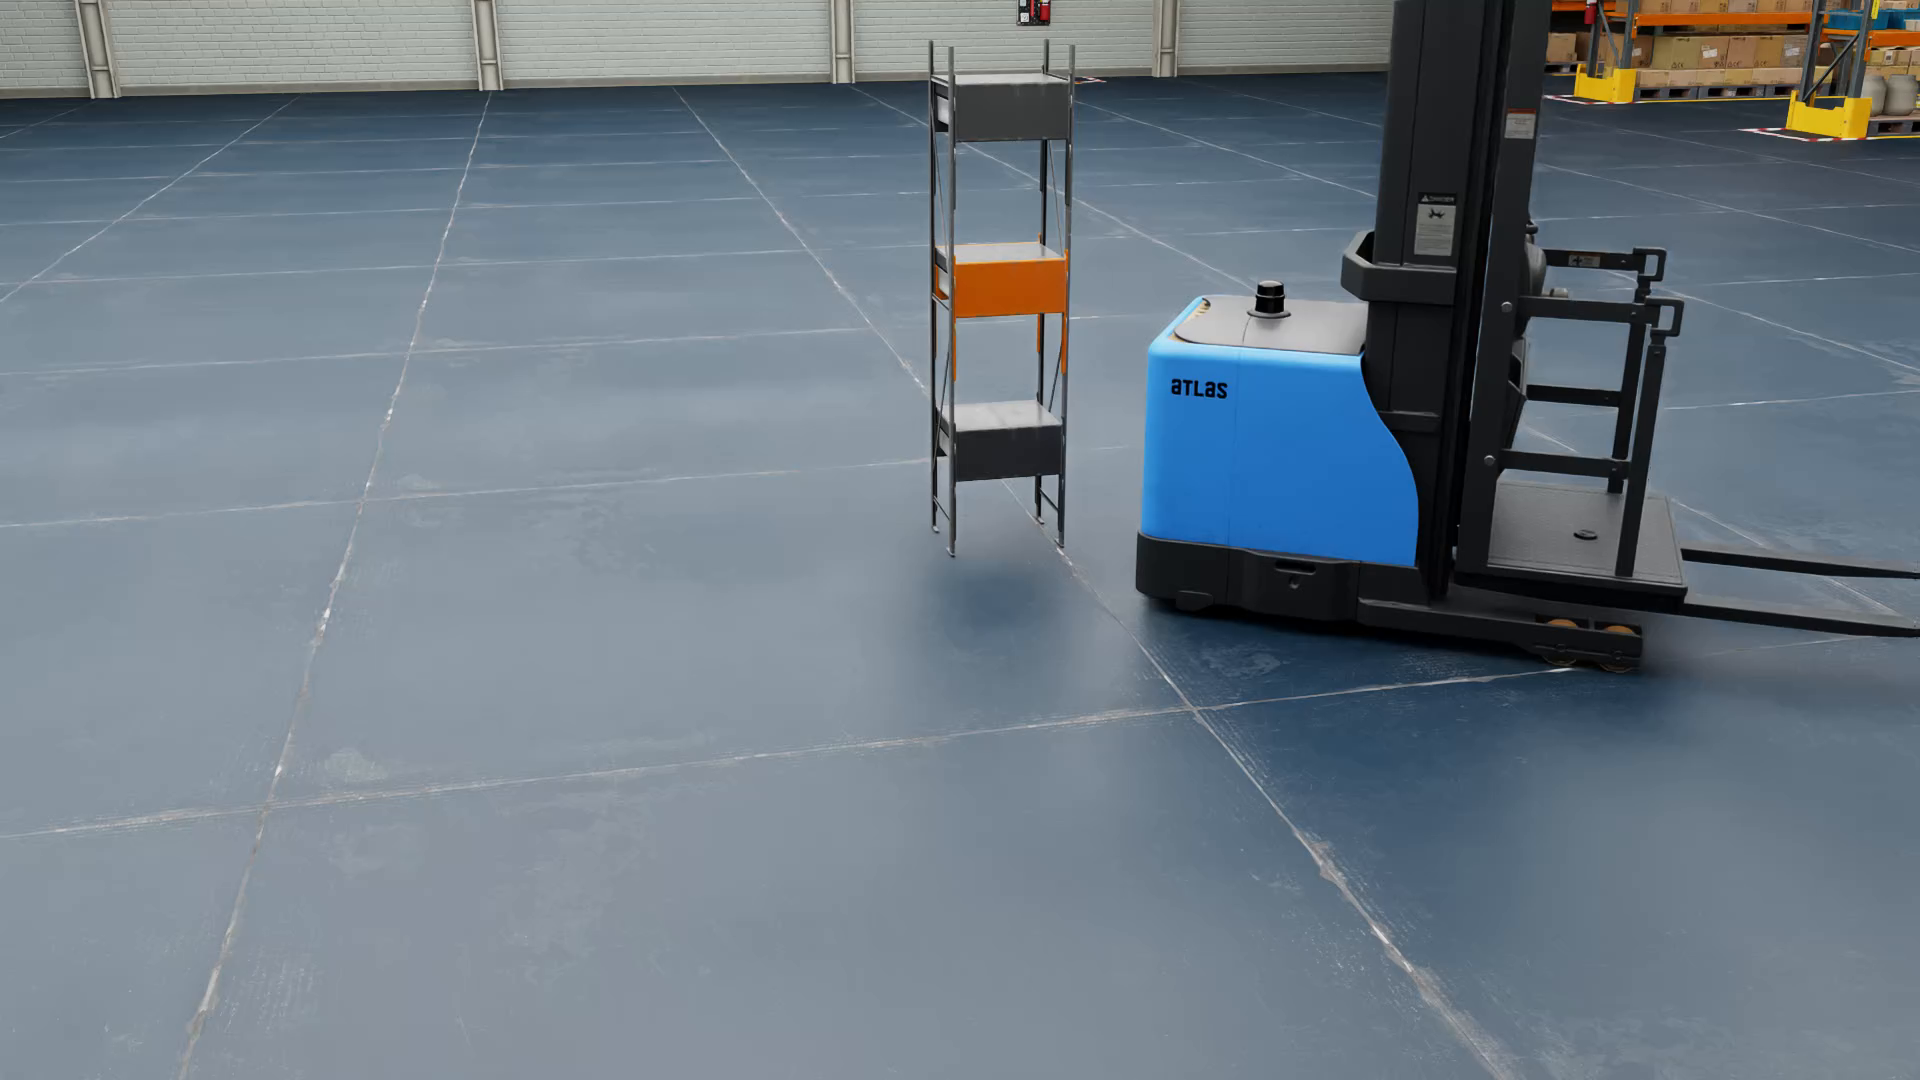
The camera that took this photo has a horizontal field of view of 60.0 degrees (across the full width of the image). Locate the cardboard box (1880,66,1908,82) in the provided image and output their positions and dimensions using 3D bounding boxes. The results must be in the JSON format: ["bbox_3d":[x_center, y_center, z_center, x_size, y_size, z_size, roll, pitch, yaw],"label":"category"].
[{"bbox_3d":[15.106,-7.653,27.232,0.500,0.250,0.500,-4,21,-11],"label":"cardboard box"}]

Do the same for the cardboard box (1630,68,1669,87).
[{"bbox_3d":[10.839,-7.315,26.310,0.500,0.250,0.500,-5,21,-12],"label":"cardboard box"}]

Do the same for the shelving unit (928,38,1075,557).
[{"bbox_3d":[0.161,-0.999,6.989,0.503,2.100,0.431,-5,21,-12],"label":"shelving unit"}]

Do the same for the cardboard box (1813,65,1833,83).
[{"bbox_3d":[13.758,-7.554,26.962,0.500,0.250,0.500,-5,21,-12],"label":"cardboard box"}]

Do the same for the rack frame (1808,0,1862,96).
[{"bbox_3d":[14.159,-8.758,26.861,0.127,3.000,1.000,-5,21,-12],"label":"rack frame"}]

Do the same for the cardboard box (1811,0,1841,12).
[{"bbox_3d":[13.728,-8.767,26.742,0.500,0.500,0.700,-5,21,-14],"label":"cardboard box"}]

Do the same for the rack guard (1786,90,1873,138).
[{"bbox_3d":[11.465,-5.631,21.959,0.348,0.500,1.175,-5,21,-12],"label":"rack guard"}]

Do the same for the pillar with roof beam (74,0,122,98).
[{"bbox_3d":[-12.761,-9.920,21.313,0.400,9.000,9.100,-5,21,-12],"label":"pillar with roof beam"}]

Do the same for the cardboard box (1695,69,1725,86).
[{"bbox_3d":[11.812,-7.395,26.529,0.500,0.250,0.500,-5,21,-12],"label":"cardboard box"}]

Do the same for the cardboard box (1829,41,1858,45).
[{"bbox_3d":[17.654,-9.934,32.588,0.750,0.750,0.750,-5,21,-13],"label":"cardboard box"}]

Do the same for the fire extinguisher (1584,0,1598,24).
[{"bbox_3d":[10.044,-8.551,26.409,0.183,0.674,0.296,-5,21,-12],"label":"fire extinguisher"}]

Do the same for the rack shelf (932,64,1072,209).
[{"bbox_3d":[0.161,-1.644,6.753,0.480,0.518,0.431,-5,21,-12],"label":"rack shelf"}]

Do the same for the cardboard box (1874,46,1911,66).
[{"bbox_3d":[15.107,-7.914,27.130,0.500,0.311,0.500,-5,21,-13],"label":"cardboard box"}]

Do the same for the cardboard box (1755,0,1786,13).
[{"bbox_3d":[12.727,-8.685,26.518,0.500,0.500,0.700,-4,21,-12],"label":"cardboard box"}]

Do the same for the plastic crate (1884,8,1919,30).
[{"bbox_3d":[12.454,-6.902,22.012,0.408,0.251,0.499,-5,21,-12],"label":"plastic crate"}]

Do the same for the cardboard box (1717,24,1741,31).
[{"bbox_3d":[14.661,-9.943,32.001,0.500,0.250,0.500,-5,21,-14],"label":"cardboard box"}]

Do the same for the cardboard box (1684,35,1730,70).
[{"bbox_3d":[11.809,-7.751,26.411,0.500,0.500,0.500,-5,21,-12],"label":"cardboard box"}]

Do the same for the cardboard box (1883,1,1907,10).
[{"bbox_3d":[15.068,-8.641,26.909,0.250,0.149,0.380,-5,21,-12],"label":"cardboard box"}]

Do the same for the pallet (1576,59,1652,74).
[{"bbox_3d":[12.370,-9.041,31.689,1.213,0.211,1.003,-5,21,-12],"label":"pallet"}]

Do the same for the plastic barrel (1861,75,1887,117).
[{"bbox_3d":[12.025,-5.889,22.037,0.421,0.512,0.421,0,20,0],"label":"plastic barrel"}]

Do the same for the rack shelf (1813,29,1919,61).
[{"bbox_3d":[13.349,-6.603,22.026,4.000,0.370,1.077,-5,21,-12],"label":"rack shelf"}]

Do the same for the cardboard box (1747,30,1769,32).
[{"bbox_3d":[15.214,-9.640,32.264,0.500,0.500,0.700,-5,21,-13],"label":"cardboard box"}]

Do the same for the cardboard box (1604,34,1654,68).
[{"bbox_3d":[10.719,-7.841,26.656,0.500,0.500,0.500,-5,21,-12],"label":"cardboard box"}]

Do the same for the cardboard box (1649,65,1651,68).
[{"bbox_3d":[11.204,-7.532,26.902,0.500,0.250,0.500,-5,21,-12],"label":"cardboard box"}]

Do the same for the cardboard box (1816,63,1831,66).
[{"bbox_3d":[14.496,-7.794,27.616,0.500,0.250,0.500,-5,21,-13],"label":"cardboard box"}]

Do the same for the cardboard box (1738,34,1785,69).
[{"bbox_3d":[12.783,-7.829,26.624,0.500,0.500,0.500,-5,21,-12],"label":"cardboard box"}]

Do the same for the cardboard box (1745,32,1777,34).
[{"bbox_3d":[13.151,-8.042,27.203,0.500,0.500,0.500,-5,21,-12],"label":"cardboard box"}]

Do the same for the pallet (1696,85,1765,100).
[{"bbox_3d":[12.186,-7.302,26.940,1.213,0.211,1.003,-5,21,-12],"label":"pallet"}]

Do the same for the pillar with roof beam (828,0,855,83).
[{"bbox_3d":[-1.083,-10.870,23.906,0.400,9.000,9.100,-5,21,-12],"label":"pillar with roof beam"}]

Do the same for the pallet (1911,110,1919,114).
[{"bbox_3d":[13.442,-5.653,22.440,1.213,0.211,1.003,-5,21,-12],"label":"pallet"}]

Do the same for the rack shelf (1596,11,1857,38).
[{"bbox_3d":[12.212,-8.262,26.553,4.000,0.370,1.077,-5,21,-12],"label":"rack shelf"}]

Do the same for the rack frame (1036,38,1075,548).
[{"bbox_3d":[0.399,-1.018,7.042,0.015,2.100,0.400,-5,21,-12],"label":"rack frame"}]

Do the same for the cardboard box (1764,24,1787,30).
[{"bbox_3d":[15.650,-10.018,32.207,0.500,0.250,0.500,-4,21,-11],"label":"cardboard box"}]

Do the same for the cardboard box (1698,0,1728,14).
[{"bbox_3d":[11.718,-8.601,26.289,0.500,0.500,0.700,-5,21,-12],"label":"cardboard box"}]

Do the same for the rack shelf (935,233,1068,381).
[{"bbox_3d":[0.161,-0.986,6.994,0.480,0.518,0.431,-5,21,-12],"label":"rack shelf"}]

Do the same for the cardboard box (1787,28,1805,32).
[{"bbox_3d":[16.219,-9.690,32.402,0.500,0.500,0.700,-4,21,-12],"label":"cardboard box"}]

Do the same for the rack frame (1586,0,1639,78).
[{"bbox_3d":[10.266,-8.441,25.997,0.127,3.000,1.000,-5,21,-12],"label":"rack frame"}]

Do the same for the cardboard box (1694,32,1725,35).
[{"bbox_3d":[12.176,-7.964,26.993,0.500,0.500,0.500,-5,21,-12],"label":"cardboard box"}]

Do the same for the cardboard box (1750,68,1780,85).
[{"bbox_3d":[12.786,-7.473,26.741,0.500,0.250,0.500,-5,21,-12],"label":"cardboard box"}]

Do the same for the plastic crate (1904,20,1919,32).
[{"bbox_3d":[12.347,-6.622,21.414,0.250,0.136,0.298,-5,21,-12],"label":"plastic crate"}]

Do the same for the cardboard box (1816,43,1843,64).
[{"bbox_3d":[14.487,-8.055,27.515,0.500,0.311,0.500,-5,21,-12],"label":"cardboard box"}]

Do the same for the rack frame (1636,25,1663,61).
[{"bbox_3d":[13.015,-10.415,31.387,0.127,3.000,1.000,-5,21,-12],"label":"rack frame"}]

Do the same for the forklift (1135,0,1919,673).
[{"bbox_3d":[2.270,-1.102,6.062,3.031,2.935,1.130,7,21,17],"label":"forklift"}]

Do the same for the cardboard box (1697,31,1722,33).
[{"bbox_3d":[14.219,-9.570,32.073,0.500,0.500,0.700,-5,21,-14],"label":"cardboard box"}]

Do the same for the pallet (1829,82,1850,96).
[{"bbox_3d":[14.867,-7.520,27.536,1.213,0.211,1.003,-5,21,-12],"label":"pallet"}]

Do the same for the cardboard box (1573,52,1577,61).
[{"bbox_3d":[11.454,-9.164,31.474,0.250,0.149,0.380,-6,21,-17],"label":"cardboard box"}]

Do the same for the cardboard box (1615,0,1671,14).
[{"bbox_3d":[10.723,-8.521,26.069,0.500,0.500,0.700,-5,21,-12],"label":"cardboard box"}]
